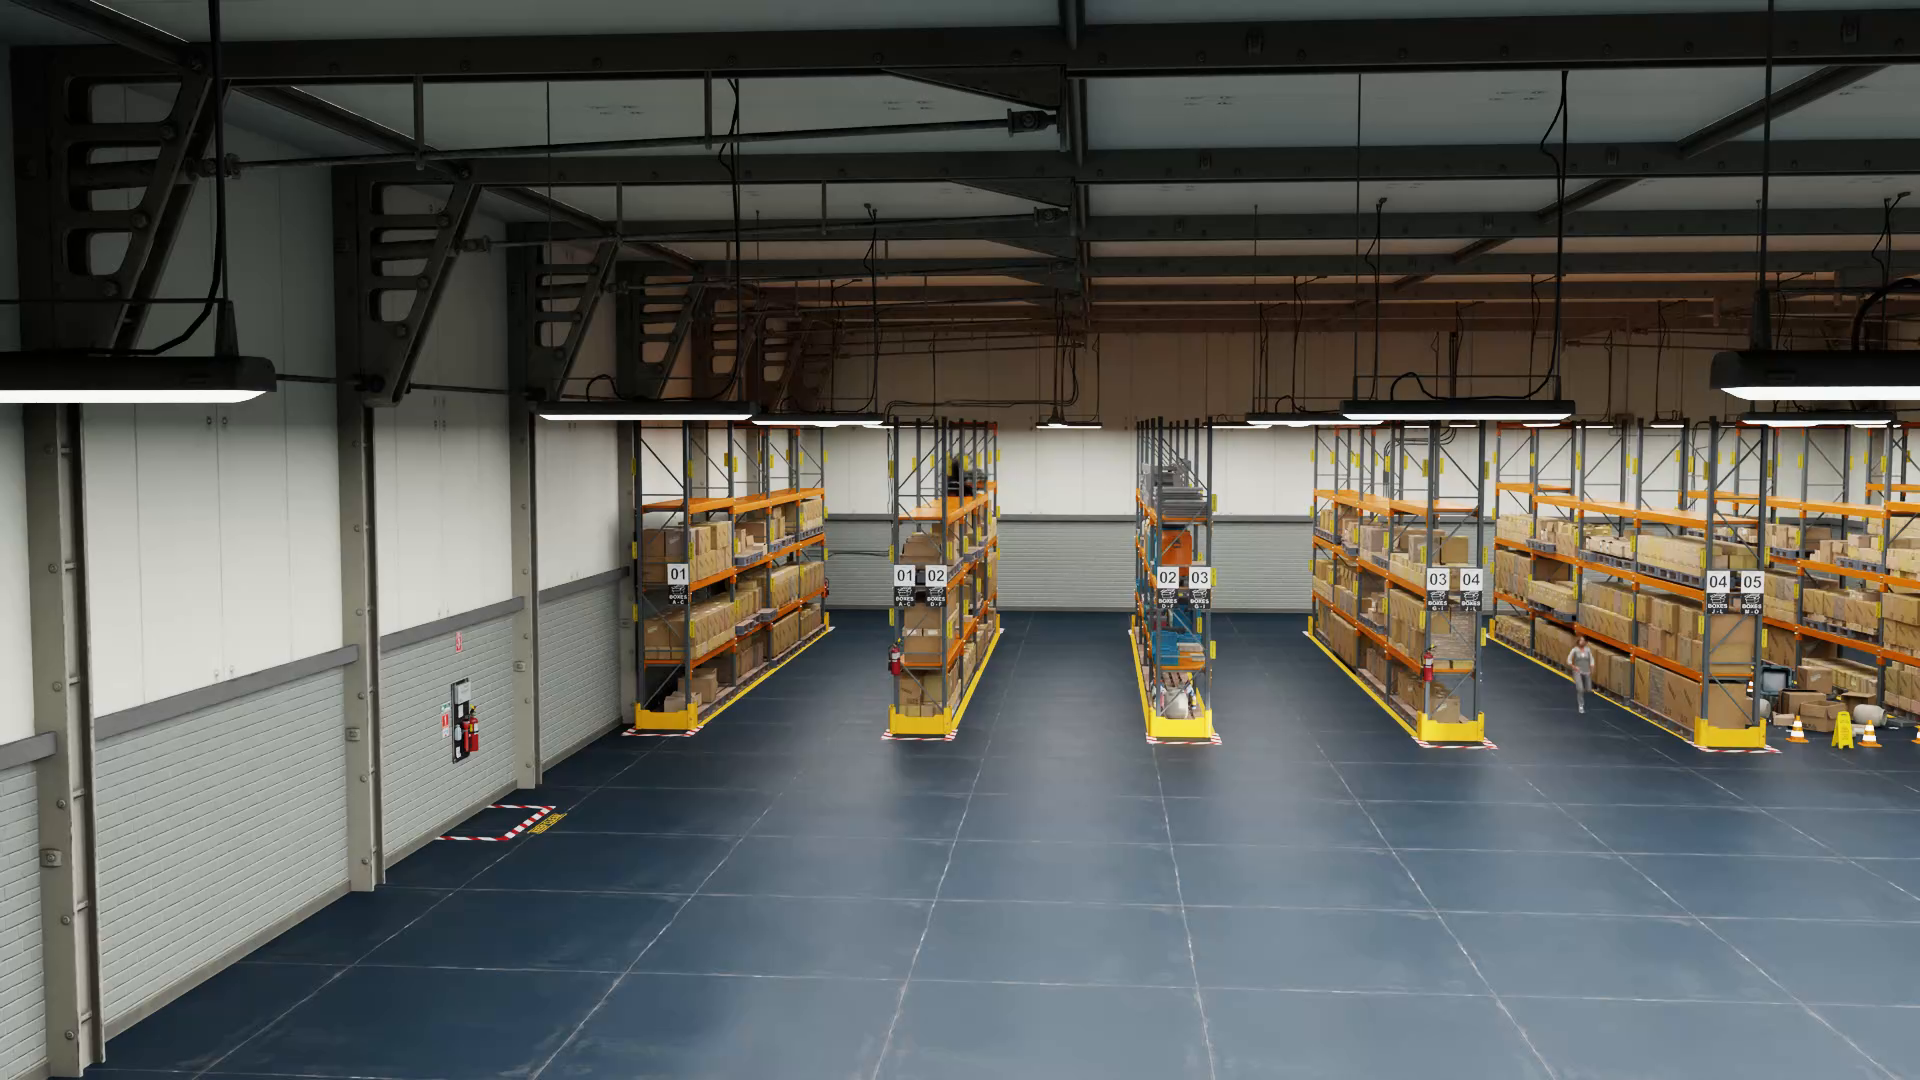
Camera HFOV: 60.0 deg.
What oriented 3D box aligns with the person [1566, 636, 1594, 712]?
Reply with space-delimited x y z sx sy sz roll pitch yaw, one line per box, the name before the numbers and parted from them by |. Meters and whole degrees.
person | 12.731 2.738 34.132 0.562 1.548 0.580 0 4 1
